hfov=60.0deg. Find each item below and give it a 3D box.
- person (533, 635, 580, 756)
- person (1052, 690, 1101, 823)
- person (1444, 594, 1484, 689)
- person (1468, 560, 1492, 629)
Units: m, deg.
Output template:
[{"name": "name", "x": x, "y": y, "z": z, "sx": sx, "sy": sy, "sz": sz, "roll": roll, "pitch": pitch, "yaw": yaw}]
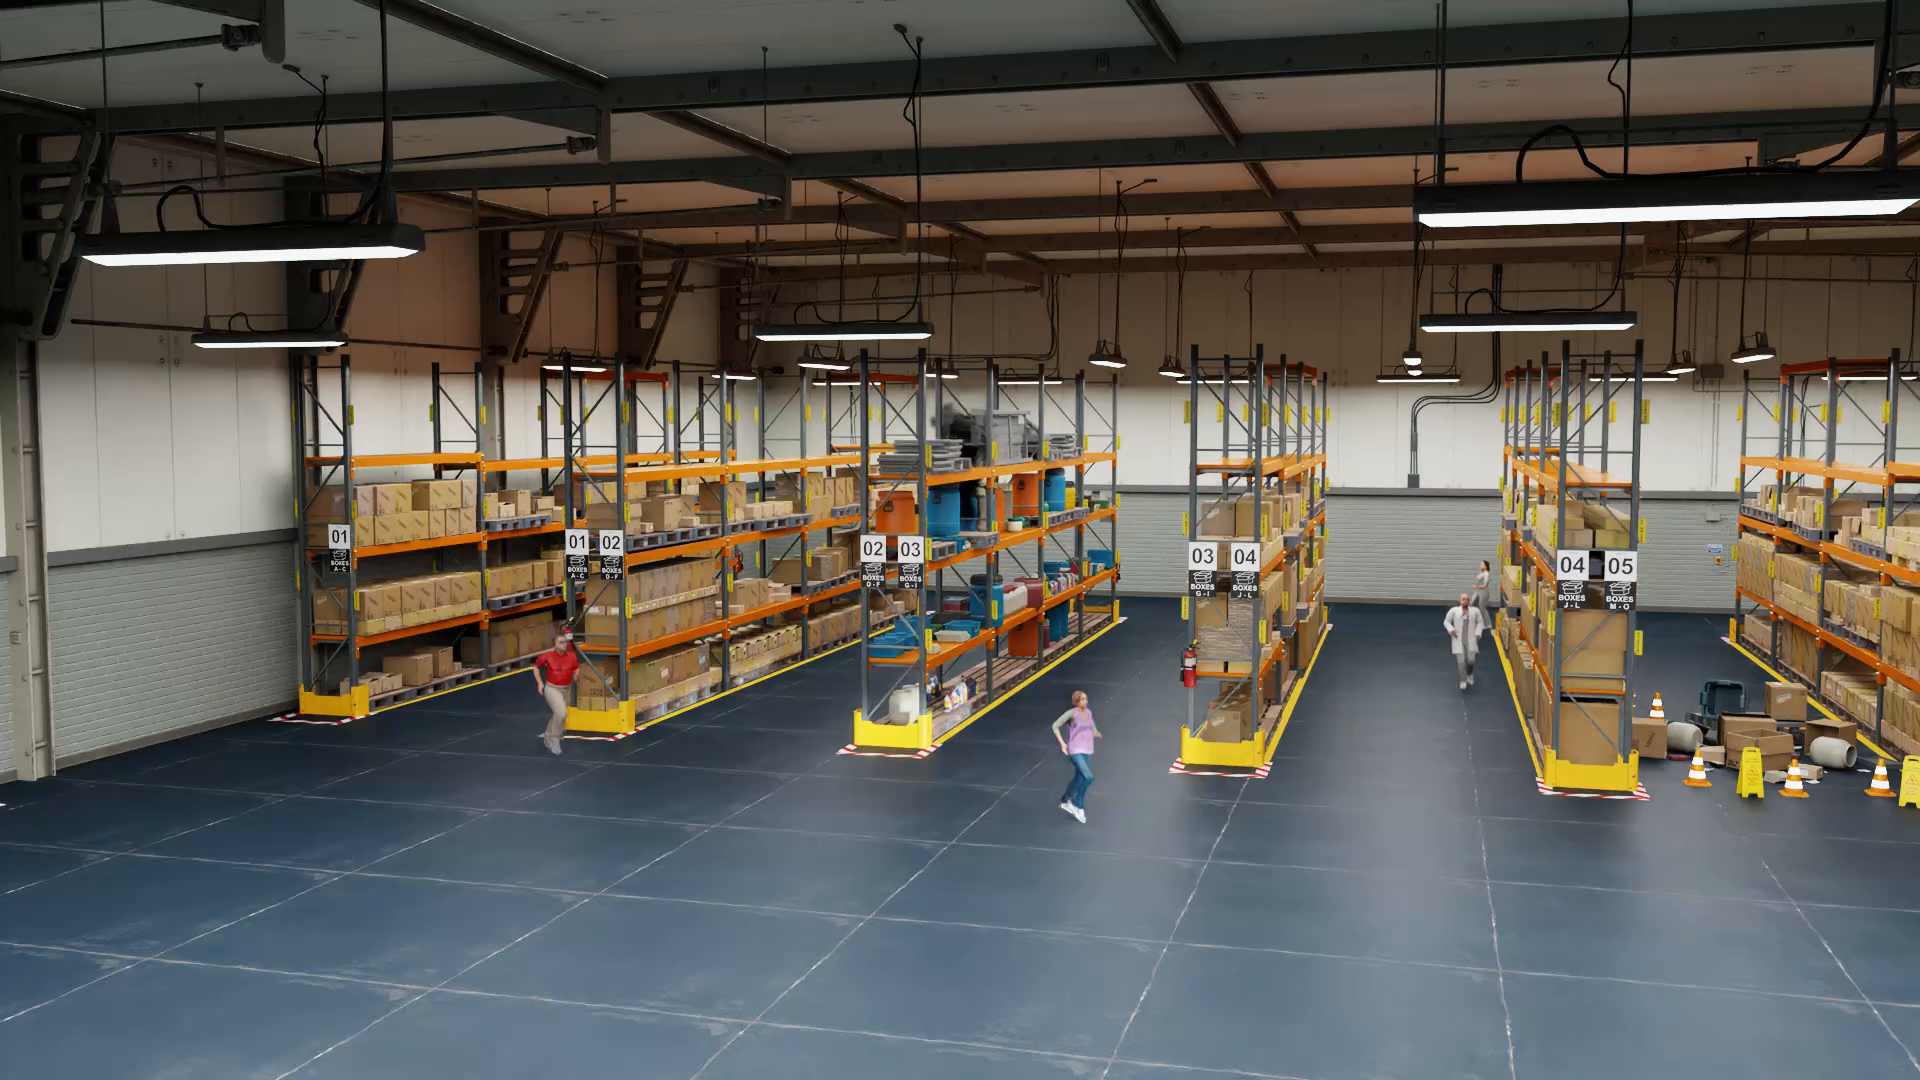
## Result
[{"name": "person", "x": -5.958, "y": 2.287, "z": 24.792, "sx": 0.742, "sy": 1.742, "sz": 0.645, "roll": 4, "pitch": 6, "yaw": 44}, {"name": "person", "x": 1.478, "y": 2.663, "z": 20.556, "sx": 0.505, "sy": 1.625, "sz": 0.691, "roll": -4, "pitch": 6, "yaw": -45}, {"name": "person", "x": 9.222, "y": 1.849, "z": 30.450, "sx": 0.716, "sy": 1.743, "sz": 0.630, "roll": 1, "pitch": 4, "yaw": 14}, {"name": "person", "x": 12.170, "y": 1.289, "z": 38.733, "sx": 0.621, "sy": 1.653, "sz": 0.571, "roll": -1, "pitch": 4, "yaw": -11}]
